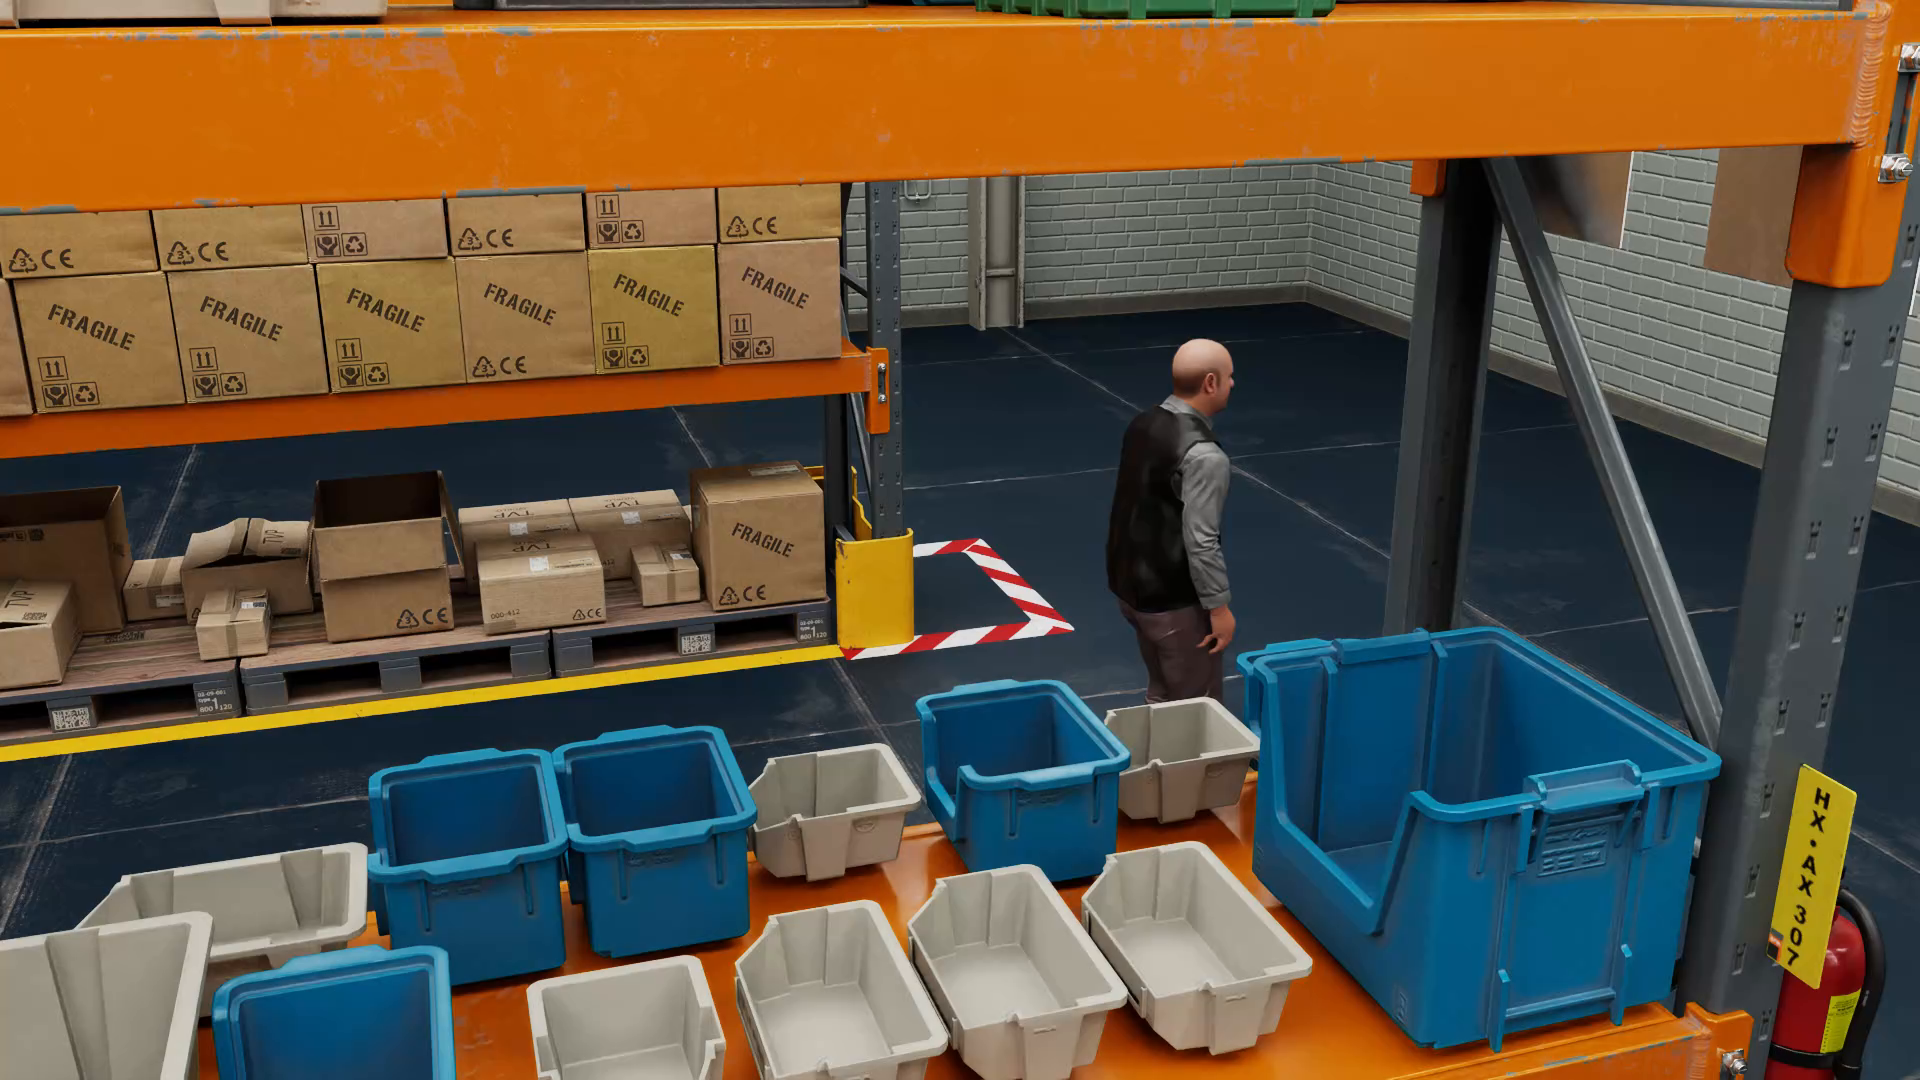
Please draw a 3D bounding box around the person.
[{"bbox_3d":[0.730,0.181,5.577,0.460,1.722,0.580,-6,20,-17],"label":"person"}]
